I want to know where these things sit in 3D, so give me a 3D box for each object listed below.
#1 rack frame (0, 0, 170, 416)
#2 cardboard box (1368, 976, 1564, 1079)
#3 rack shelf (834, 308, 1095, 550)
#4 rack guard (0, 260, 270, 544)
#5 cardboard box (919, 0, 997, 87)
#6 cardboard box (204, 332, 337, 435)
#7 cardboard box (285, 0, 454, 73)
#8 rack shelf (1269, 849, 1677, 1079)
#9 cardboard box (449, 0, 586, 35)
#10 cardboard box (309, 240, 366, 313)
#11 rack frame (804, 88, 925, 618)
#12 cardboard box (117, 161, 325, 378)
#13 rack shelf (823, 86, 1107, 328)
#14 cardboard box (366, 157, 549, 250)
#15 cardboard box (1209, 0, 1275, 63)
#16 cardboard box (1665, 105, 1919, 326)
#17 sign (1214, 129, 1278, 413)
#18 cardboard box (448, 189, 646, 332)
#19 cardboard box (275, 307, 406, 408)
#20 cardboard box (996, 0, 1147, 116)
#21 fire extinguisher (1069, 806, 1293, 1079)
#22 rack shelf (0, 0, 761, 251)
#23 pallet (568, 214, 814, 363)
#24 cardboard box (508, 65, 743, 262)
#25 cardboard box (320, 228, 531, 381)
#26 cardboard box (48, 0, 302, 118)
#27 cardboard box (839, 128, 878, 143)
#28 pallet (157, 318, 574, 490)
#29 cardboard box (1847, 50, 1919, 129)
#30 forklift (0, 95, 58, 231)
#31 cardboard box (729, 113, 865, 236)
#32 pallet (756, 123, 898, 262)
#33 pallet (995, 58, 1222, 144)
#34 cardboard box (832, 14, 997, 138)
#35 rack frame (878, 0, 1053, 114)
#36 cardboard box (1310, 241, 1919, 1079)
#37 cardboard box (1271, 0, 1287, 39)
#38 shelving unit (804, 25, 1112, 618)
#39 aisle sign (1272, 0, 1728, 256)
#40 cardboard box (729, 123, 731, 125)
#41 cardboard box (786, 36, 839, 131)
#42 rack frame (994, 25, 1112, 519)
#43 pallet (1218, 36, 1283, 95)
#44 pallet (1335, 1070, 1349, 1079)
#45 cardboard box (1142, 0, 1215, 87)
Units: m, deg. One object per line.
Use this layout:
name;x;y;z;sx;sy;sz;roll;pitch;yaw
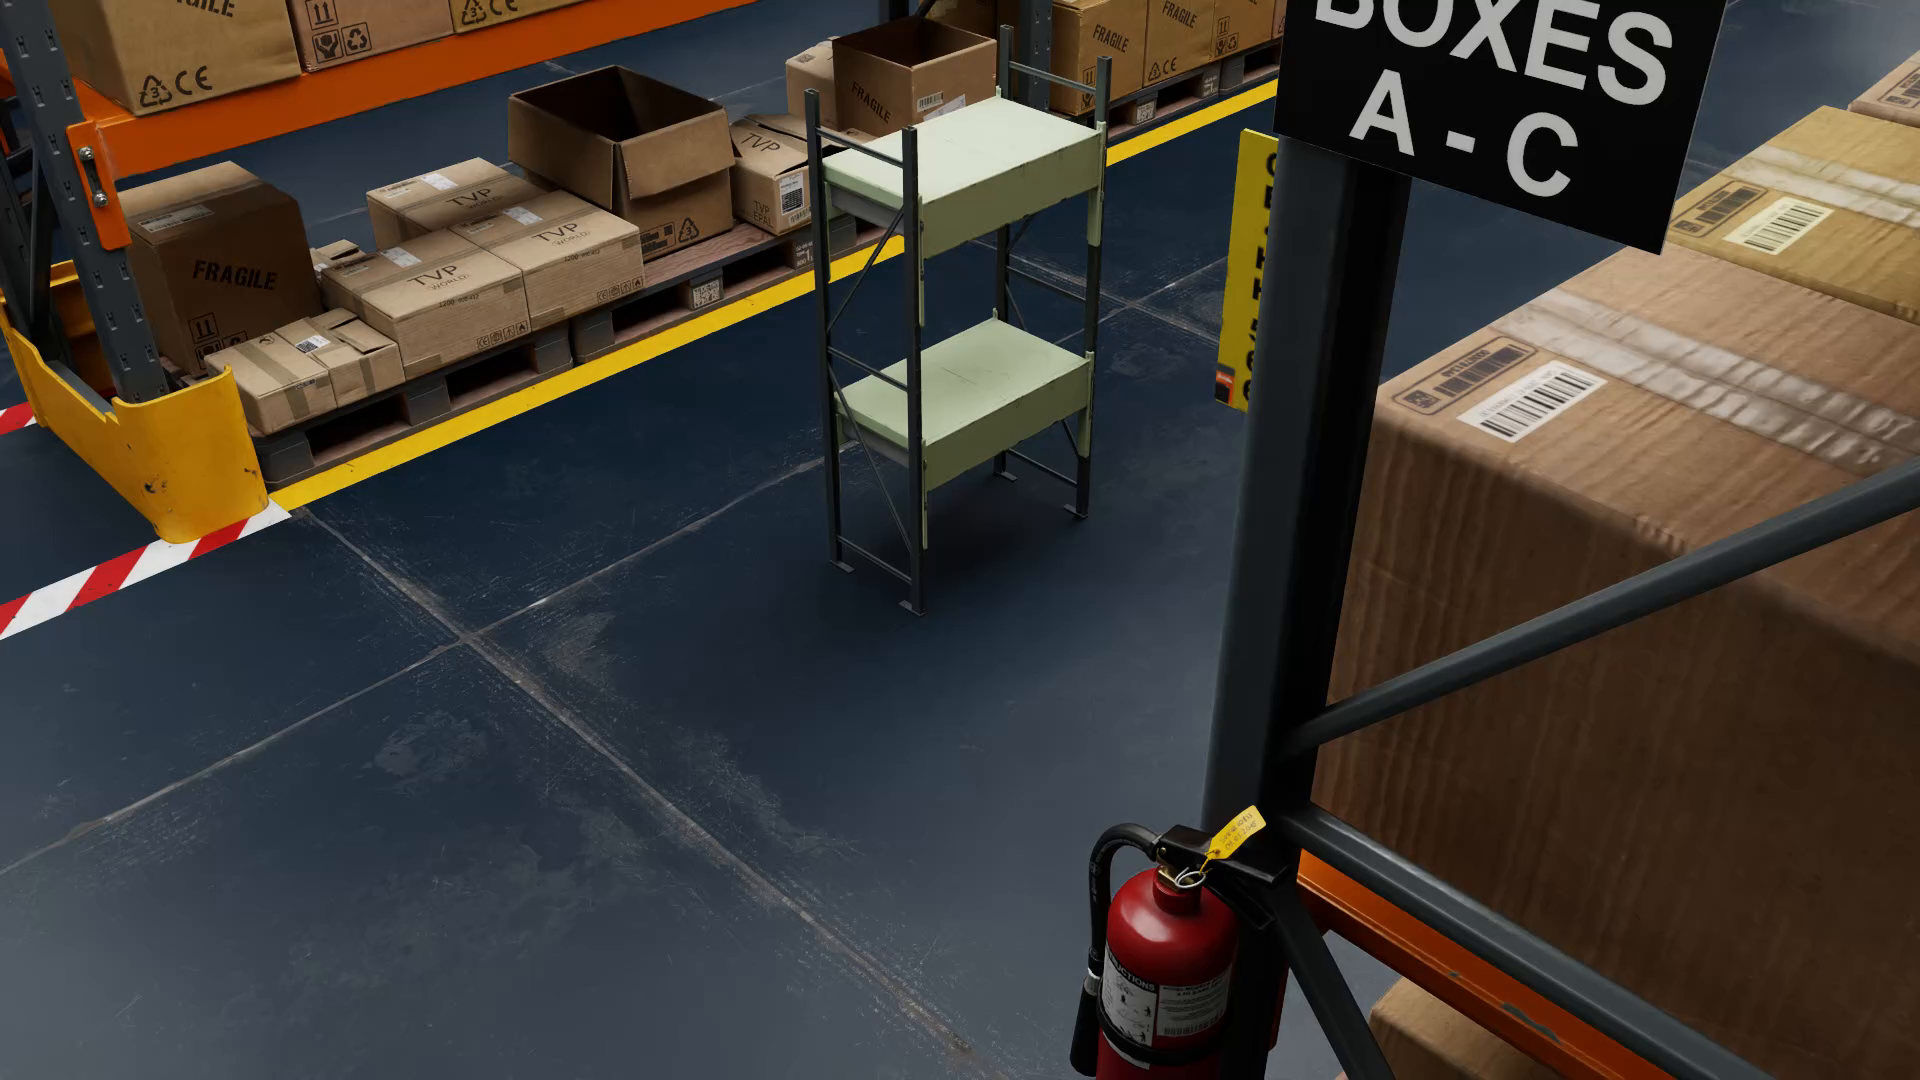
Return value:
rack frame;-2.811;-1.476;4.745;1.000;3.000;0.127;30;45;35
cardboard box;1.129;1.047;2.944;0.700;0.500;0.500;30;45;35
rack shelf;0.005;-0.350;5.011;0.431;0.370;0.720;30;45;35
rack guard;-2.758;-0.482;5.504;1.175;0.500;0.348;30;45;35
cardboard box;0.151;-2.571;8.115;0.500;0.500;0.500;29;44;35
cardboard box;-2.272;-0.519;5.479;0.380;0.149;0.250;30;45;35
cardboard box;-1.952;-1.803;5.125;0.500;0.500;0.500;29;44;35
rack shelf;2.116;0.002;3.254;1.077;0.370;4.000;30;45;35
cardboard box;-1.596;-2.005;5.416;0.500;0.500;0.500;29;44;35
cardboard box;-2.254;-0.943;6.072;0.380;0.166;0.250;30;45;35
rack frame;-0.253;-0.469;4.612;0.400;1.500;0.023;30;45;35
cardboard box;-2.603;-0.951;5.793;0.500;0.500;0.500;30;45;35
rack shelf;0.005;-0.938;4.602;0.431;0.370;0.720;30;45;35
cardboard box;-1.912;-1.222;6.400;0.500;0.250;0.500;30;45;35
cardboard box;1.246;-2.774;8.406;0.500;0.500;0.500;-29;44;-35
cardboard box;1.564;-0.115;2.531;0.980;0.700;0.700;29;44;35
sign;0.331;-0.278;1.807;0.100;0.325;0.005;30;45;35
cardboard box;-1.522;-1.041;6.140;0.500;0.250;0.500;30;45;35
cardboard box;-2.096;-0.628;5.620;0.380;0.166;0.250;30;45;35
cardboard box;0.521;-2.353;7.803;0.500;0.500;0.500;27;43;33
fire extinguisher;0.273;0.579;2.192;0.296;0.674;0.183;30;45;35
rack shelf;-1.402;-1.993;6.115;1.077;0.370;4.000;30;45;35
pallet;-1.337;-1.180;6.758;1.003;0.211;1.213;30;45;35
cardboard box;-1.313;-1.492;6.565;0.797;0.503;0.637;30;45;35
cardboard box;-1.875;-0.838;5.849;0.500;0.250;0.500;30;45;35
cardboard box;-2.312;-1.591;4.822;0.500;0.500;0.500;-29;44;-35
cardboard box;-0.415;-1.589;7.014;0.380;0.149;0.250;30;45;35
pallet;-2.197;-0.687;6.051;1.003;0.211;1.213;30;45;35
cardboard box;2.107;-0.421;2.969;0.980;0.700;0.700;27;43;33
forklift;-4.514;-2.473;6.234;1.130;2.935;3.031;10;36;13
cardboard box;-0.722;-1.528;6.784;0.500;0.311;0.500;30;45;35
pallet;-0.478;-1.678;7.471;1.003;0.211;1.213;30;45;35
pallet;0.553;-2.302;8.366;1.003;0.211;1.213;30;45;35
cardboard box;-0.193;-1.910;7.167;0.500;0.500;0.500;30;45;35
rack frame;0.007;-3.100;7.073;1.000;3.000;0.127;30;45;35
cardboard box;1.059;0.185;2.101;0.700;0.700;0.980;-28;43;-34
cardboard box;1.603;-2.979;8.700;0.500;0.500;0.500;28;43;34
shelving unit;0.005;-0.618;4.825;0.431;1.500;0.755;30;45;35
aisle sign;0.443;-0.639;1.272;0.394;0.787;0.004;30;45;35
cardboard box;-1.045;-1.680;7.129;0.380;0.166;0.250;30;45;35
cardboard box;-0.442;-2.094;7.597;0.500;0.311;0.500;30;45;35
rack frame;0.263;-0.766;5.038;0.400;1.500;0.023;30;45;35
pallet;1.413;-2.799;9.079;1.003;0.211;1.213;30;45;35
pallet;1.215;1.306;3.192;1.003;0.211;1.213;30;45;35
cardboard box;0.889;-2.574;8.120;0.500;0.500;0.500;-29;44;-35
